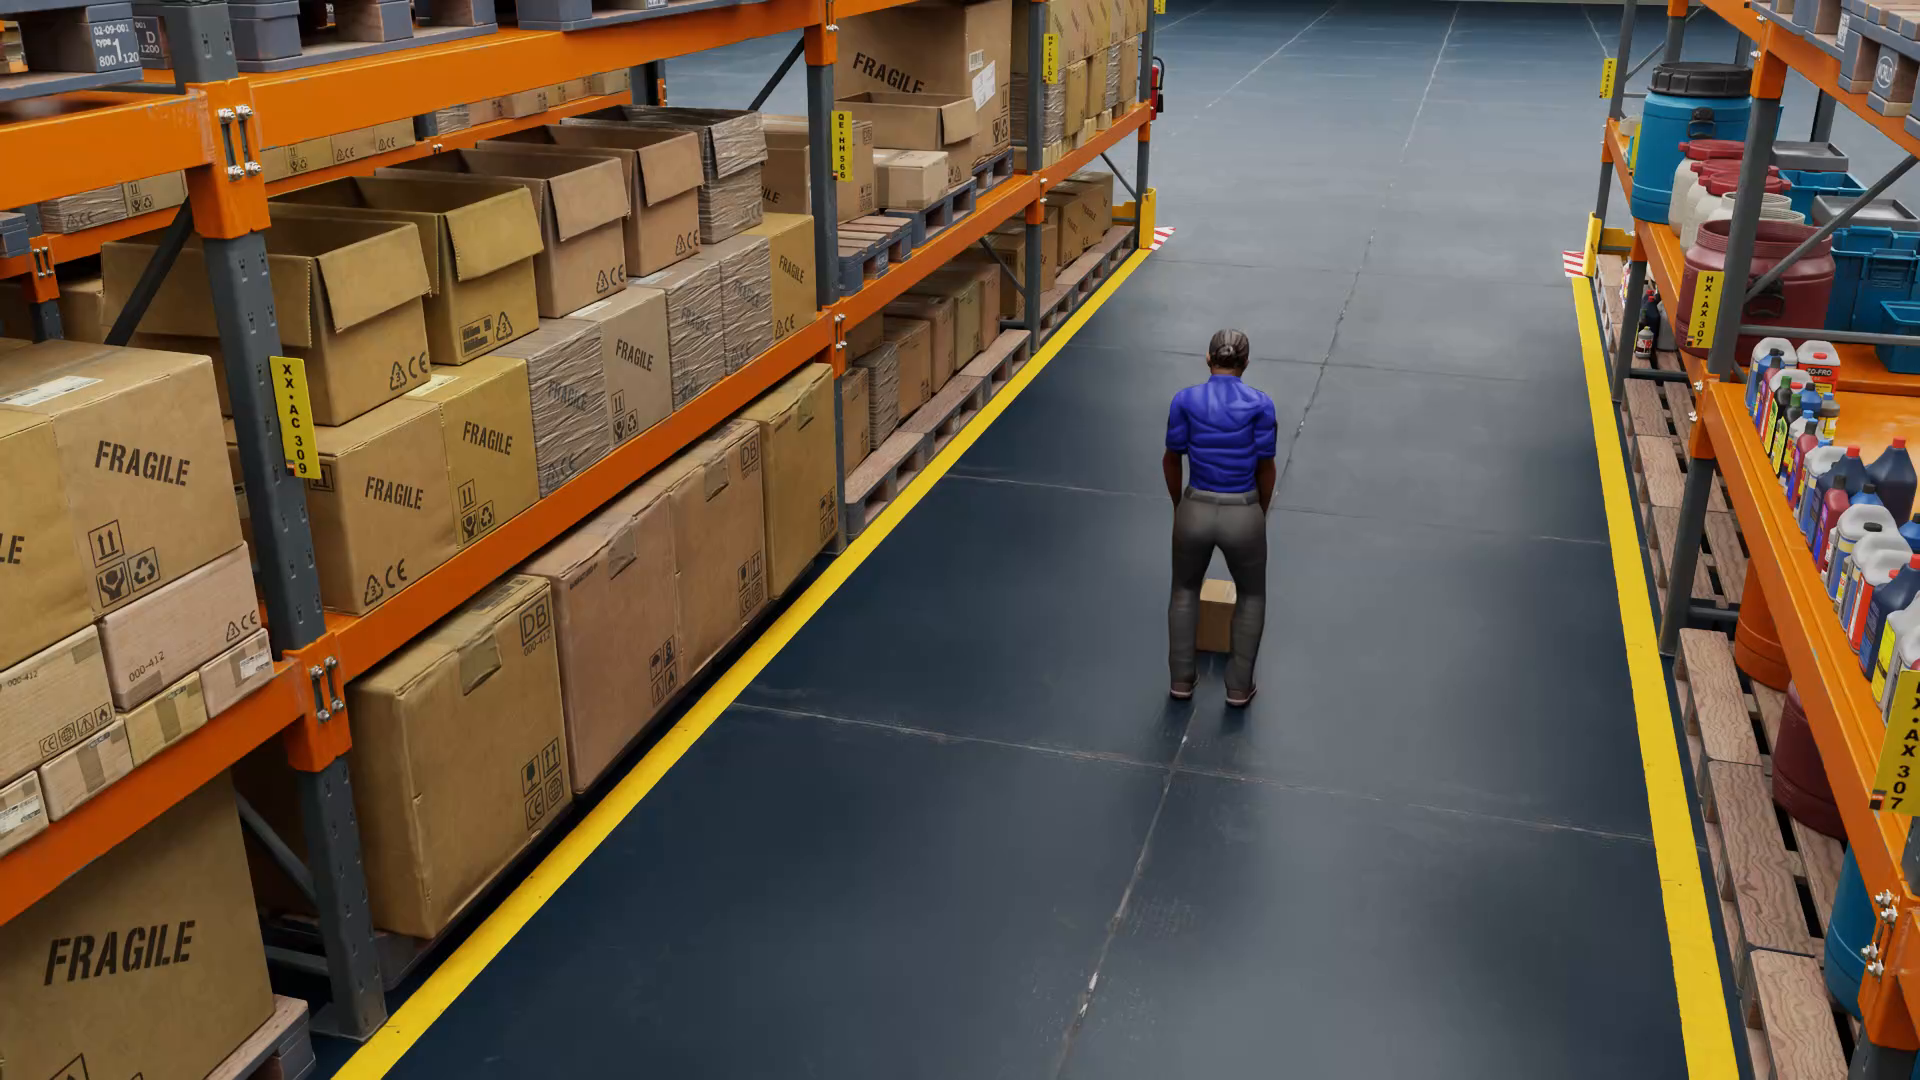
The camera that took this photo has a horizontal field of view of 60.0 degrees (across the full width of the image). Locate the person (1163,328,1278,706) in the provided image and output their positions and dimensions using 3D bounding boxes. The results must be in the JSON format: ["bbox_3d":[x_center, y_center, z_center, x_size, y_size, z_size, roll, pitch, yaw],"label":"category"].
[{"bbox_3d":[1.061,-0.080,6.923,0.469,1.575,0.431,7,23,17],"label":"person"}]
